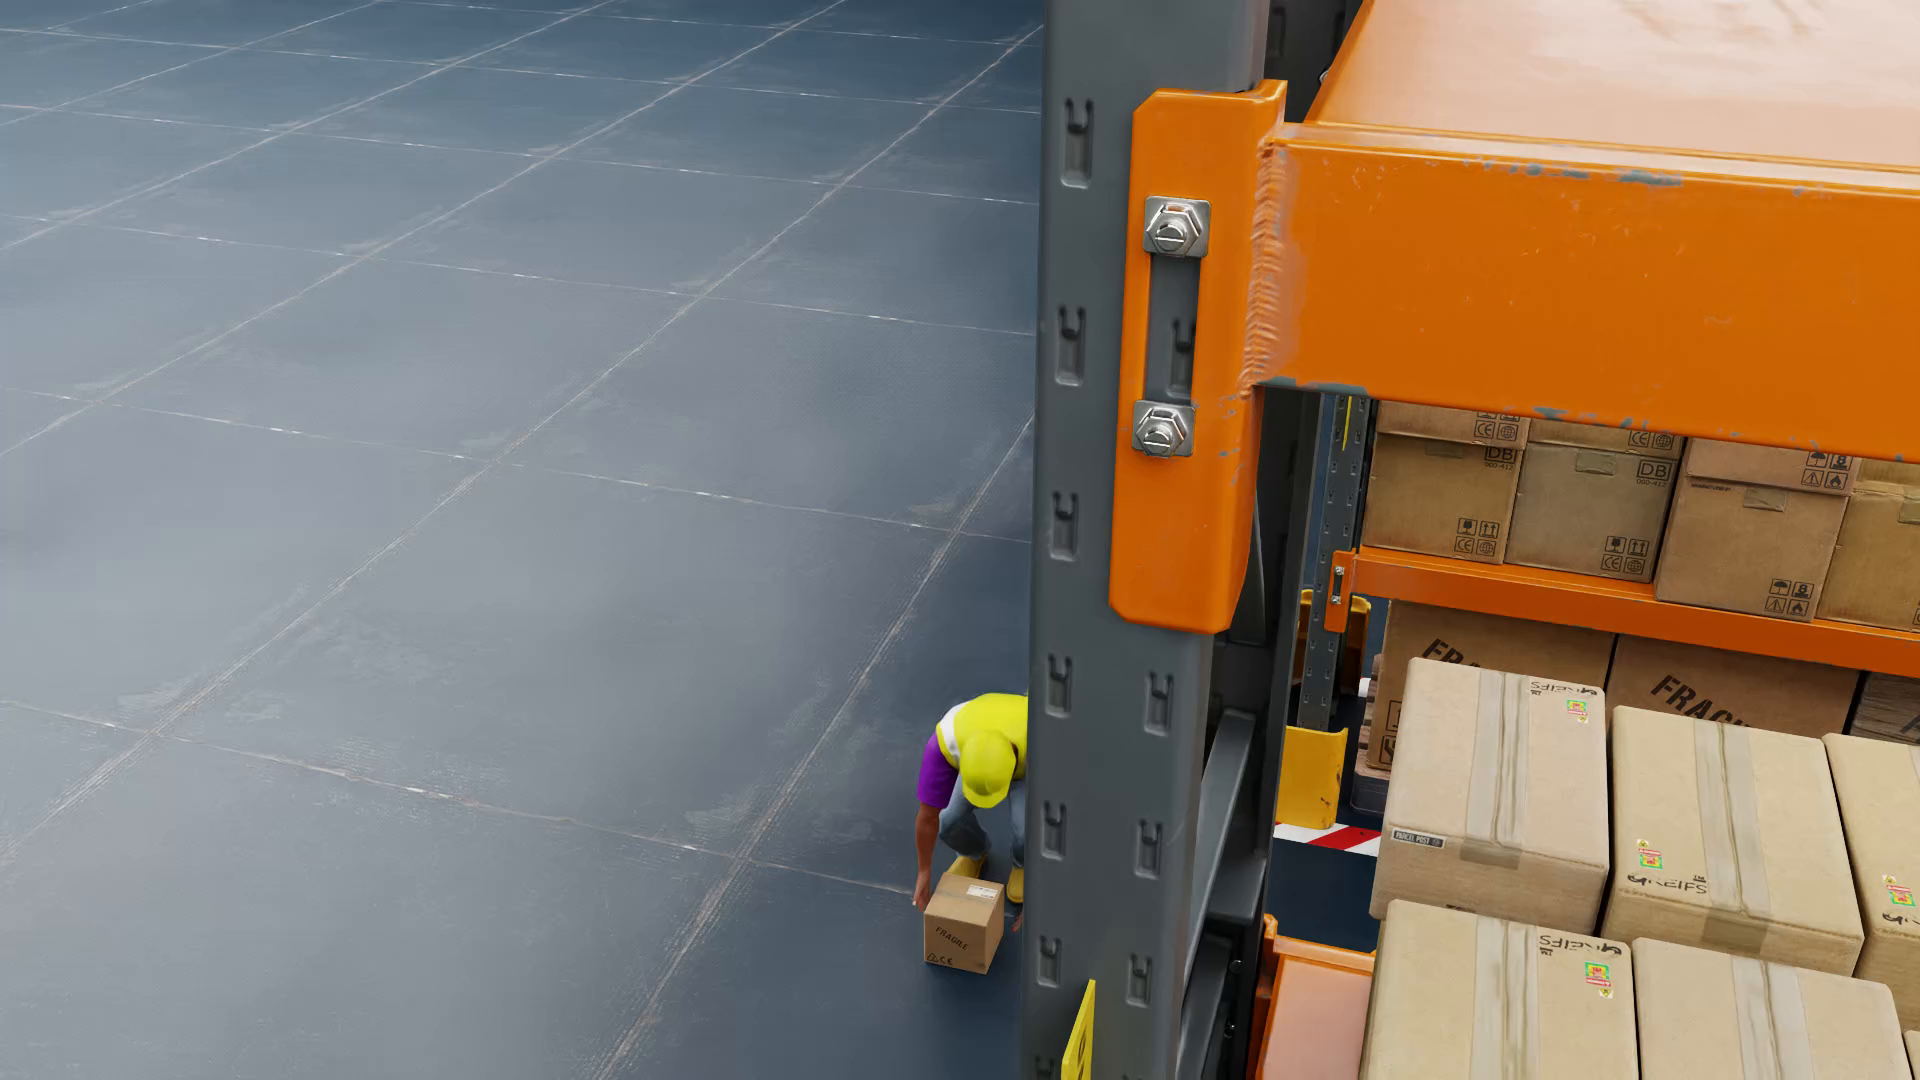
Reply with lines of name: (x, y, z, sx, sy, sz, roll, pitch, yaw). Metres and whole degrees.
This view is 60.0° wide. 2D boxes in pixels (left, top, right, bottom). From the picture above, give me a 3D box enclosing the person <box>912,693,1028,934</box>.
person: (0.169, 0.996, 6.586, 0.589, 1.016, 0.887, 8, 30, 15)
